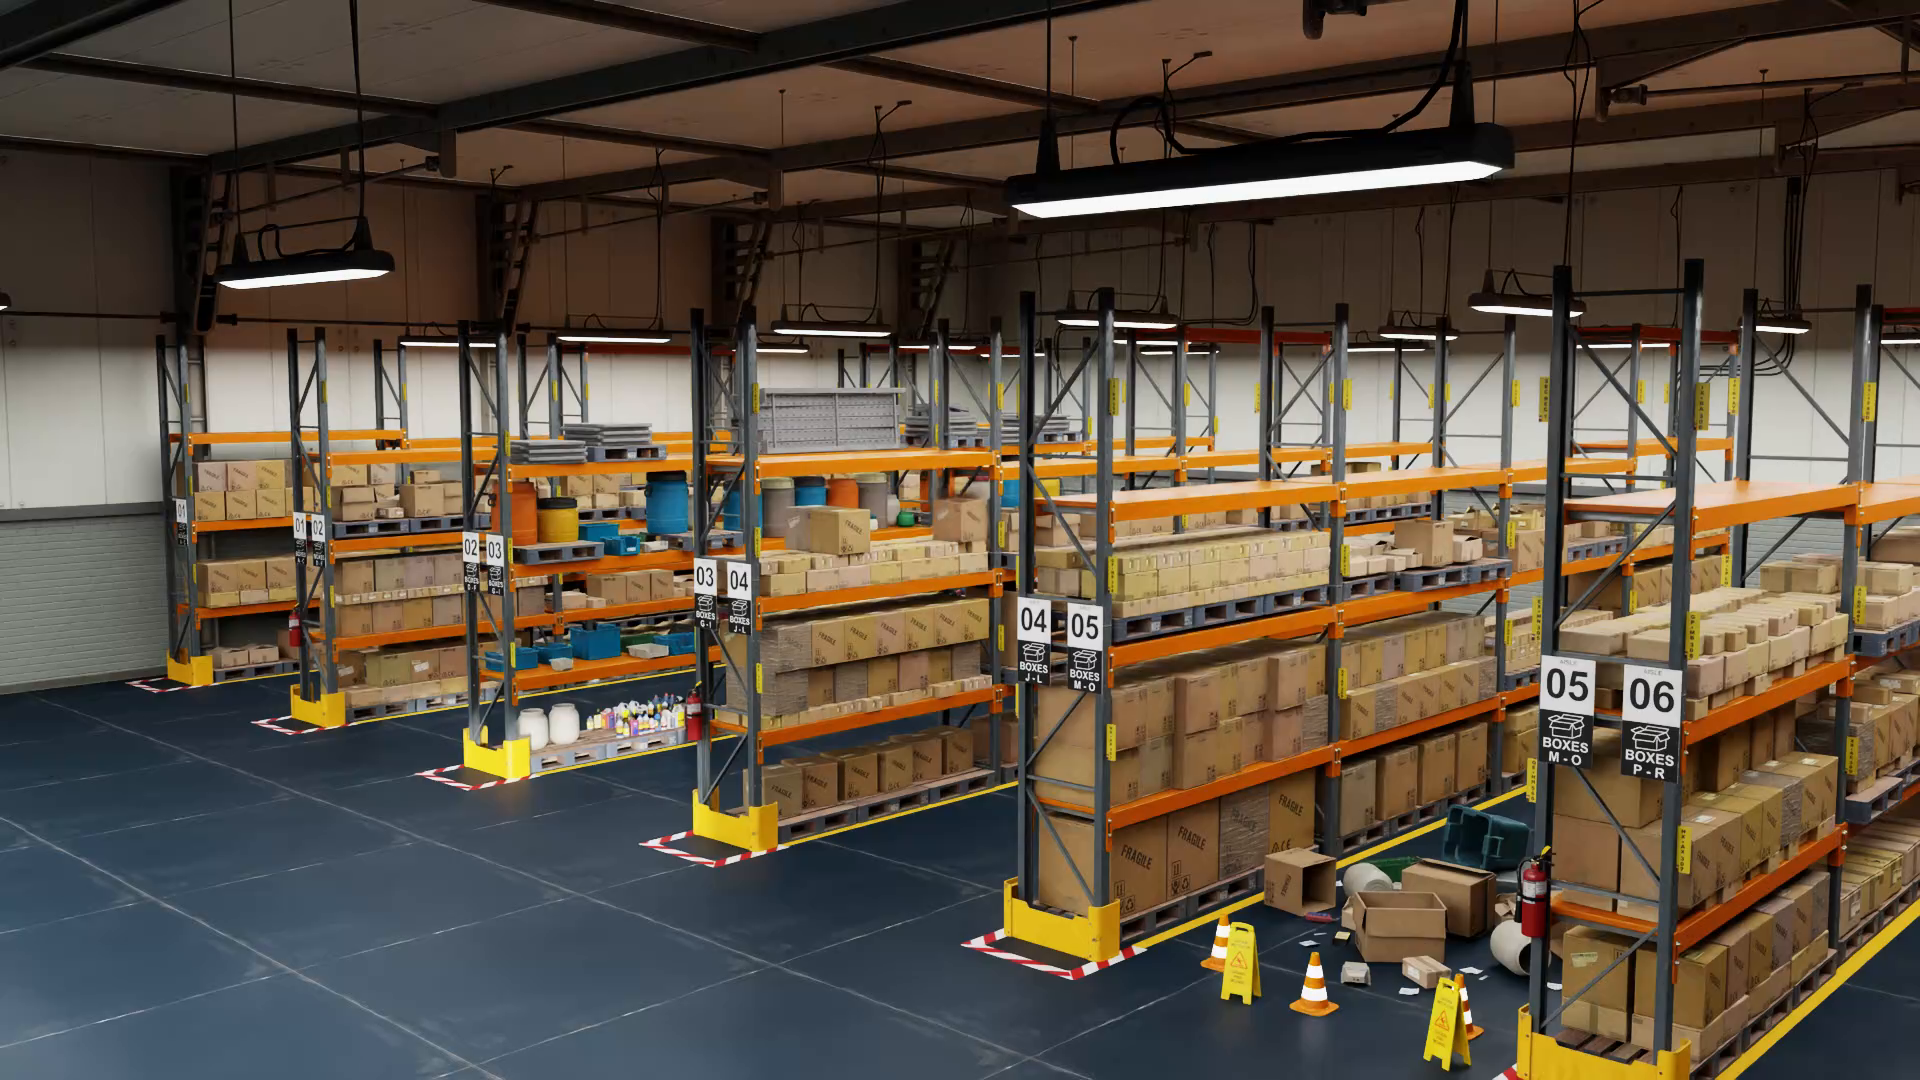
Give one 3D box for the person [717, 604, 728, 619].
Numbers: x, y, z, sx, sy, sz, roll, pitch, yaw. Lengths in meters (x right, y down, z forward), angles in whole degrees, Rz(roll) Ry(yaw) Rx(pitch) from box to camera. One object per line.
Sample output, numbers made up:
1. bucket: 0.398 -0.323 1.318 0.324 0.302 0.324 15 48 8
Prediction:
1. person: -4.859 1.089 33.949 0.675 1.717 1.114 4 7 38
